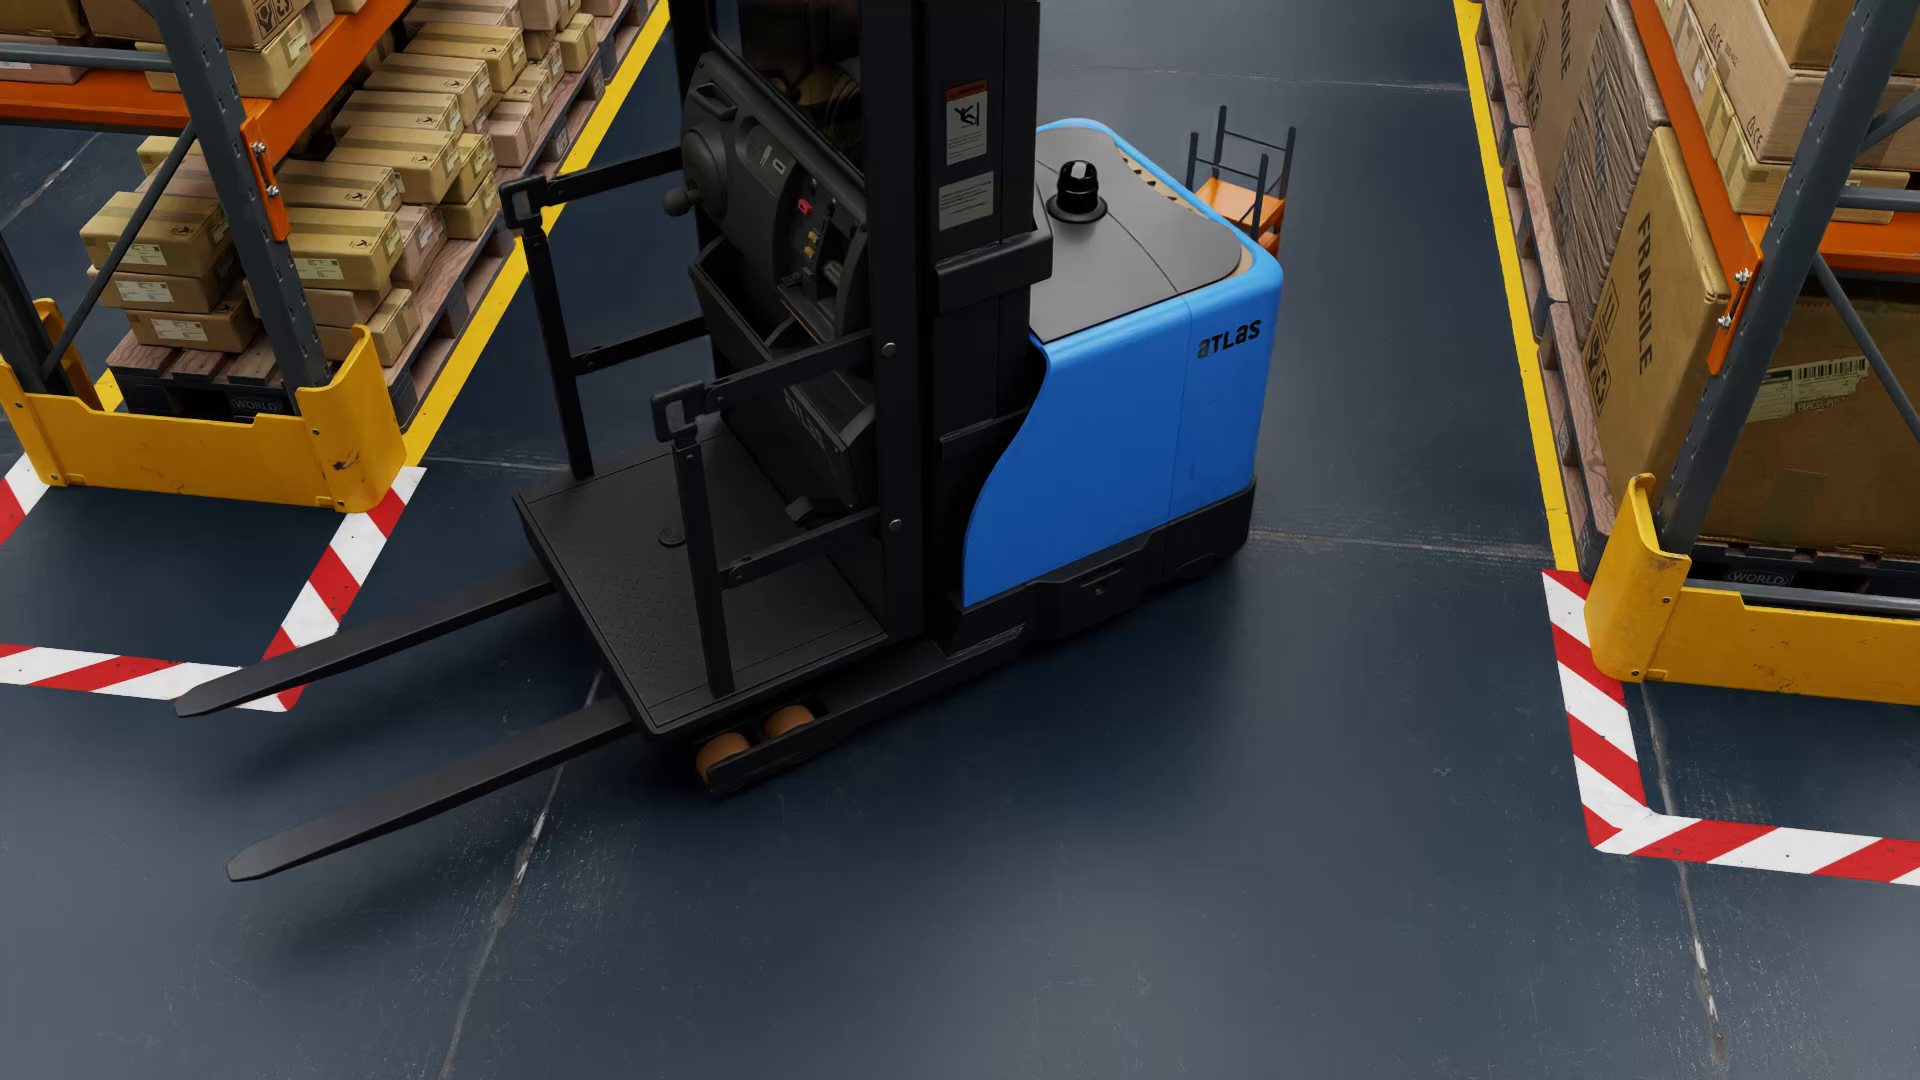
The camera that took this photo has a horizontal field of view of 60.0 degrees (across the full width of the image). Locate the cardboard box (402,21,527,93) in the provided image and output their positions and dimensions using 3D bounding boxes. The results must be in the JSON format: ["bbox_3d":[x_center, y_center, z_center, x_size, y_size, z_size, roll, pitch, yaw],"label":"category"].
[{"bbox_3d":[-1.889,-1.845,6.353,0.380,0.149,0.250,6,44,6],"label":"cardboard box"}]

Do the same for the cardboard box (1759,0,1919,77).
[{"bbox_3d":[2.258,-1.449,3.946,0.500,0.500,0.500,6,44,6],"label":"cardboard box"}]

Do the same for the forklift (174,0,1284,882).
[{"bbox_3d":[-0.639,-0.795,3.958,3.031,2.935,1.130,-22,48,-22],"label":"forklift"}]

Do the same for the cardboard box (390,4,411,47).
[{"bbox_3d":[-2.403,-2.068,6.587,0.380,0.149,0.250,5,44,6],"label":"cardboard box"}]

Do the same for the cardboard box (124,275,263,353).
[{"bbox_3d":[-2.586,-0.782,5.662,0.380,0.149,0.250,6,44,6],"label":"cardboard box"}]

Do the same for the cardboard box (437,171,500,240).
[{"bbox_3d":[-1.941,-1.252,6.159,0.380,0.149,0.250,6,44,6],"label":"cardboard box"}]

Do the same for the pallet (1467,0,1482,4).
[{"bbox_3d":[3.010,-3.014,8.279,1.003,0.211,1.213,5,44,6],"label":"pallet"}]

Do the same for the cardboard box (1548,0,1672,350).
[{"bbox_3d":[2.579,-1.212,5.588,0.875,0.875,0.875,5,44,6],"label":"cardboard box"}]

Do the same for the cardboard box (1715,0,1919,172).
[{"bbox_3d":[2.255,-1.175,4.202,0.500,0.250,0.500,5,44,5],"label":"cardboard box"}]

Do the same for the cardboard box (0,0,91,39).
[{"bbox_3d":[-2.645,-1.761,4.639,0.500,0.500,0.500,6,44,6],"label":"cardboard box"}]

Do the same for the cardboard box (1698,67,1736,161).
[{"bbox_3d":[2.207,-1.126,4.440,0.380,0.149,0.250,6,44,6],"label":"cardboard box"}]

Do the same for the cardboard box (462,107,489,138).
[{"bbox_3d":[-2.006,-1.557,6.264,0.380,0.149,0.250,3,44,3],"label":"cardboard box"}]

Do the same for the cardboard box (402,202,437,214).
[{"bbox_3d":[-2.089,-1.202,5.890,0.380,0.149,0.250,6,44,6],"label":"cardboard box"}]

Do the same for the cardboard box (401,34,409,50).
[{"bbox_3d":[-2.421,-2.135,6.875,0.380,0.149,0.250,5,44,5],"label":"cardboard box"}]

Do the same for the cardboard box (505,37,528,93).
[{"bbox_3d":[-1.966,-1.929,6.657,0.380,0.149,0.250,7,44,7],"label":"cardboard box"}]

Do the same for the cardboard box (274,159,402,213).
[{"bbox_3d":[-2.126,-1.145,5.613,0.380,0.149,0.250,6,44,6],"label":"cardboard box"}]

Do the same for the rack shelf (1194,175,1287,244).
[{"bbox_3d":[0.810,-0.965,4.937,0.258,0.103,0.180,24,48,23],"label":"rack shelf"}]

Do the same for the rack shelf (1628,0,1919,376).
[{"bbox_3d":[2.718,-1.869,5.566,1.077,0.370,4.000,5,44,6],"label":"rack shelf"}]

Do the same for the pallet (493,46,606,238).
[{"bbox_3d":[-2.133,-1.706,6.898,1.003,0.211,1.213,5,44,6],"label":"pallet"}]

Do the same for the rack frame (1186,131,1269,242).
[{"bbox_3d":[0.761,-0.683,5.098,0.240,1.200,0.006,24,48,23],"label":"rack frame"}]

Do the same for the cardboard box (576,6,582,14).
[{"bbox_3d":[-1.878,-2.308,7.274,0.380,0.149,0.250,4,44,4],"label":"cardboard box"}]

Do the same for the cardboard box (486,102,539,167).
[{"bbox_3d":[-1.882,-1.597,6.523,0.380,0.149,0.250,3,44,3],"label":"cardboard box"}]

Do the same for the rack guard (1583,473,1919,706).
[{"bbox_3d":[2.451,0.157,4.721,1.175,0.500,0.348,5,44,6],"label":"rack guard"}]

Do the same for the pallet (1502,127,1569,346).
[{"bbox_3d":[2.646,-1.136,6.296,1.003,0.211,1.213,5,44,6],"label":"pallet"}]

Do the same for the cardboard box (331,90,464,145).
[{"bbox_3d":[-2.015,-1.482,5.969,0.380,0.149,0.250,3,44,3],"label":"cardboard box"}]

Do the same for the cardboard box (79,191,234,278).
[{"bbox_3d":[-2.630,-1.004,5.464,0.380,0.149,0.250,6,44,6],"label":"cardboard box"}]

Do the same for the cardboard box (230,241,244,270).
[{"bbox_3d":[-2.574,-1.071,5.751,0.380,0.149,0.250,4,44,5],"label":"cardboard box"}]

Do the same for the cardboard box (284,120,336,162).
[{"bbox_3d":[-2.458,-1.426,6.126,0.380,0.149,0.250,5,44,5],"label":"cardboard box"}]

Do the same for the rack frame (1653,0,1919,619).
[{"bbox_3d":[2.454,-0.767,3.879,1.000,3.000,0.127,5,44,6],"label":"rack frame"}]

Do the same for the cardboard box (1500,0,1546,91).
[{"bbox_3d":[2.816,-2.432,6.877,0.875,0.875,0.875,5,44,6],"label":"cardboard box"}]

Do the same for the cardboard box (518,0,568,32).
[{"bbox_3d":[-1.809,-2.185,6.711,0.380,0.149,0.250,4,44,4],"label":"cardboard box"}]

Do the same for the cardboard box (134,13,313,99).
[{"bbox_3d":[-2.082,-1.387,4.716,0.380,0.149,0.250,5,44,5],"label":"cardboard box"}]

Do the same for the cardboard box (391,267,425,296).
[{"bbox_3d":[-2.109,-0.918,5.806,0.380,0.149,0.250,5,44,5],"label":"cardboard box"}]

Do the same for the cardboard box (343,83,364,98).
[{"bbox_3d":[-2.487,-1.779,6.499,0.380,0.149,0.250,7,44,8],"label":"cardboard box"}]

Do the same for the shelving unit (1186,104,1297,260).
[{"bbox_3d":[0.810,-0.735,5.154,0.258,1.200,0.189,24,48,23],"label":"shelving unit"}]

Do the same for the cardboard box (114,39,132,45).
[{"bbox_3d":[-2.616,-1.610,4.951,0.380,0.149,0.250,5,44,5],"label":"cardboard box"}]

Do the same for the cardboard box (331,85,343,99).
[{"bbox_3d":[-2.555,-1.717,6.217,0.380,0.149,0.250,7,44,7],"label":"cardboard box"}]

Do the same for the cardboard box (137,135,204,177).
[{"bbox_3d":[-2.632,-1.358,5.838,0.380,0.149,0.250,4,44,5],"label":"cardboard box"}]

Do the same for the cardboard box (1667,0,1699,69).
[{"bbox_3d":[2.276,-1.468,4.801,0.380,0.149,0.250,6,44,6],"label":"cardboard box"}]

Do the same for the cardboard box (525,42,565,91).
[{"bbox_3d":[-1.872,-1.955,6.901,0.380,0.149,0.250,6,44,6],"label":"cardboard box"}]

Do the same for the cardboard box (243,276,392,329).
[{"bbox_3d":[-2.126,-0.846,5.514,0.380,0.149,0.250,7,44,7],"label":"cardboard box"}]

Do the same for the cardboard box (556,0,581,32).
[{"bbox_3d":[-1.833,-2.288,7.036,0.380,0.149,0.250,6,44,7],"label":"cardboard box"}]

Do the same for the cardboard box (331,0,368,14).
[{"bbox_3d":[-2.000,-1.742,5.091,0.380,0.149,0.250,4,44,4],"label":"cardboard box"}]
